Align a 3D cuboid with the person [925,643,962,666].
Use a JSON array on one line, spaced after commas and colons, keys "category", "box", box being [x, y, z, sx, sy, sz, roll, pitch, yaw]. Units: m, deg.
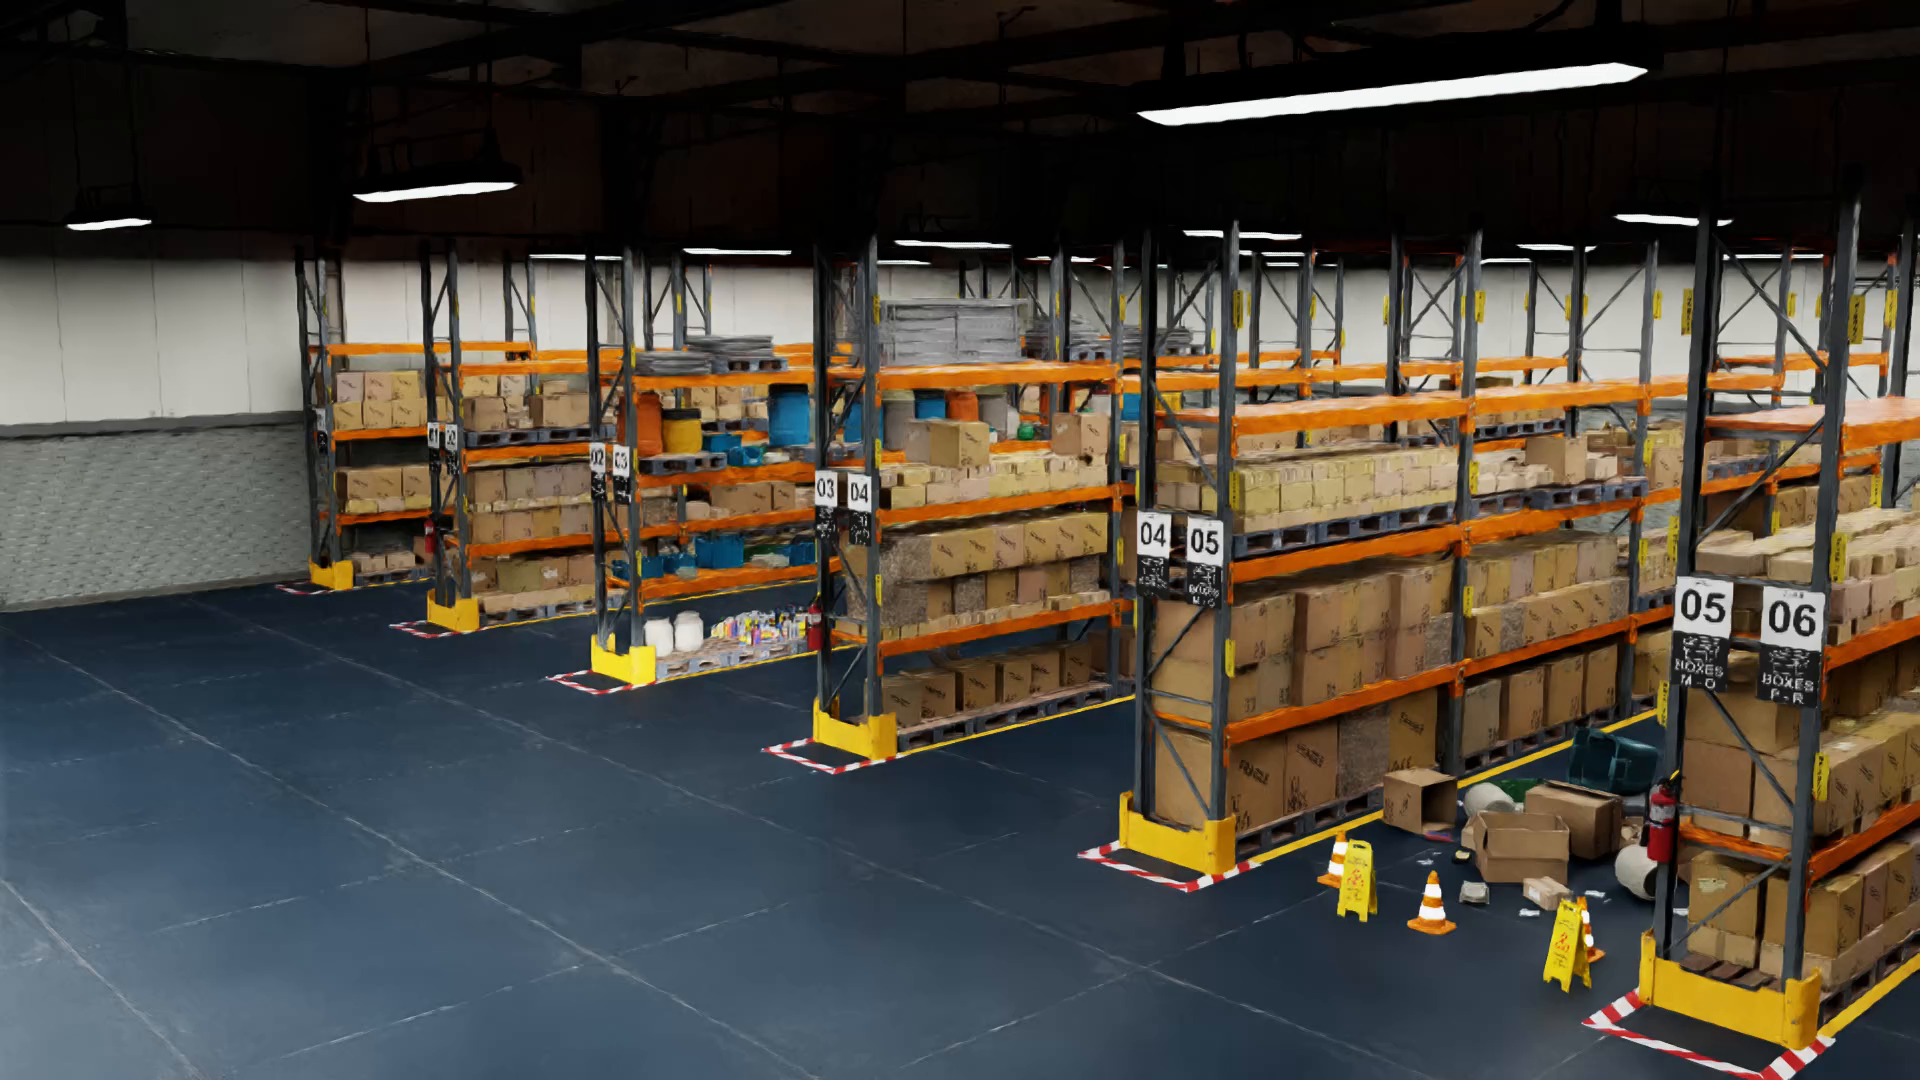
[{"category": "person", "box": [-0.205, 1.096, 22.224, 0.535, 1.675, 0.682, -8, 12, -44]}]
